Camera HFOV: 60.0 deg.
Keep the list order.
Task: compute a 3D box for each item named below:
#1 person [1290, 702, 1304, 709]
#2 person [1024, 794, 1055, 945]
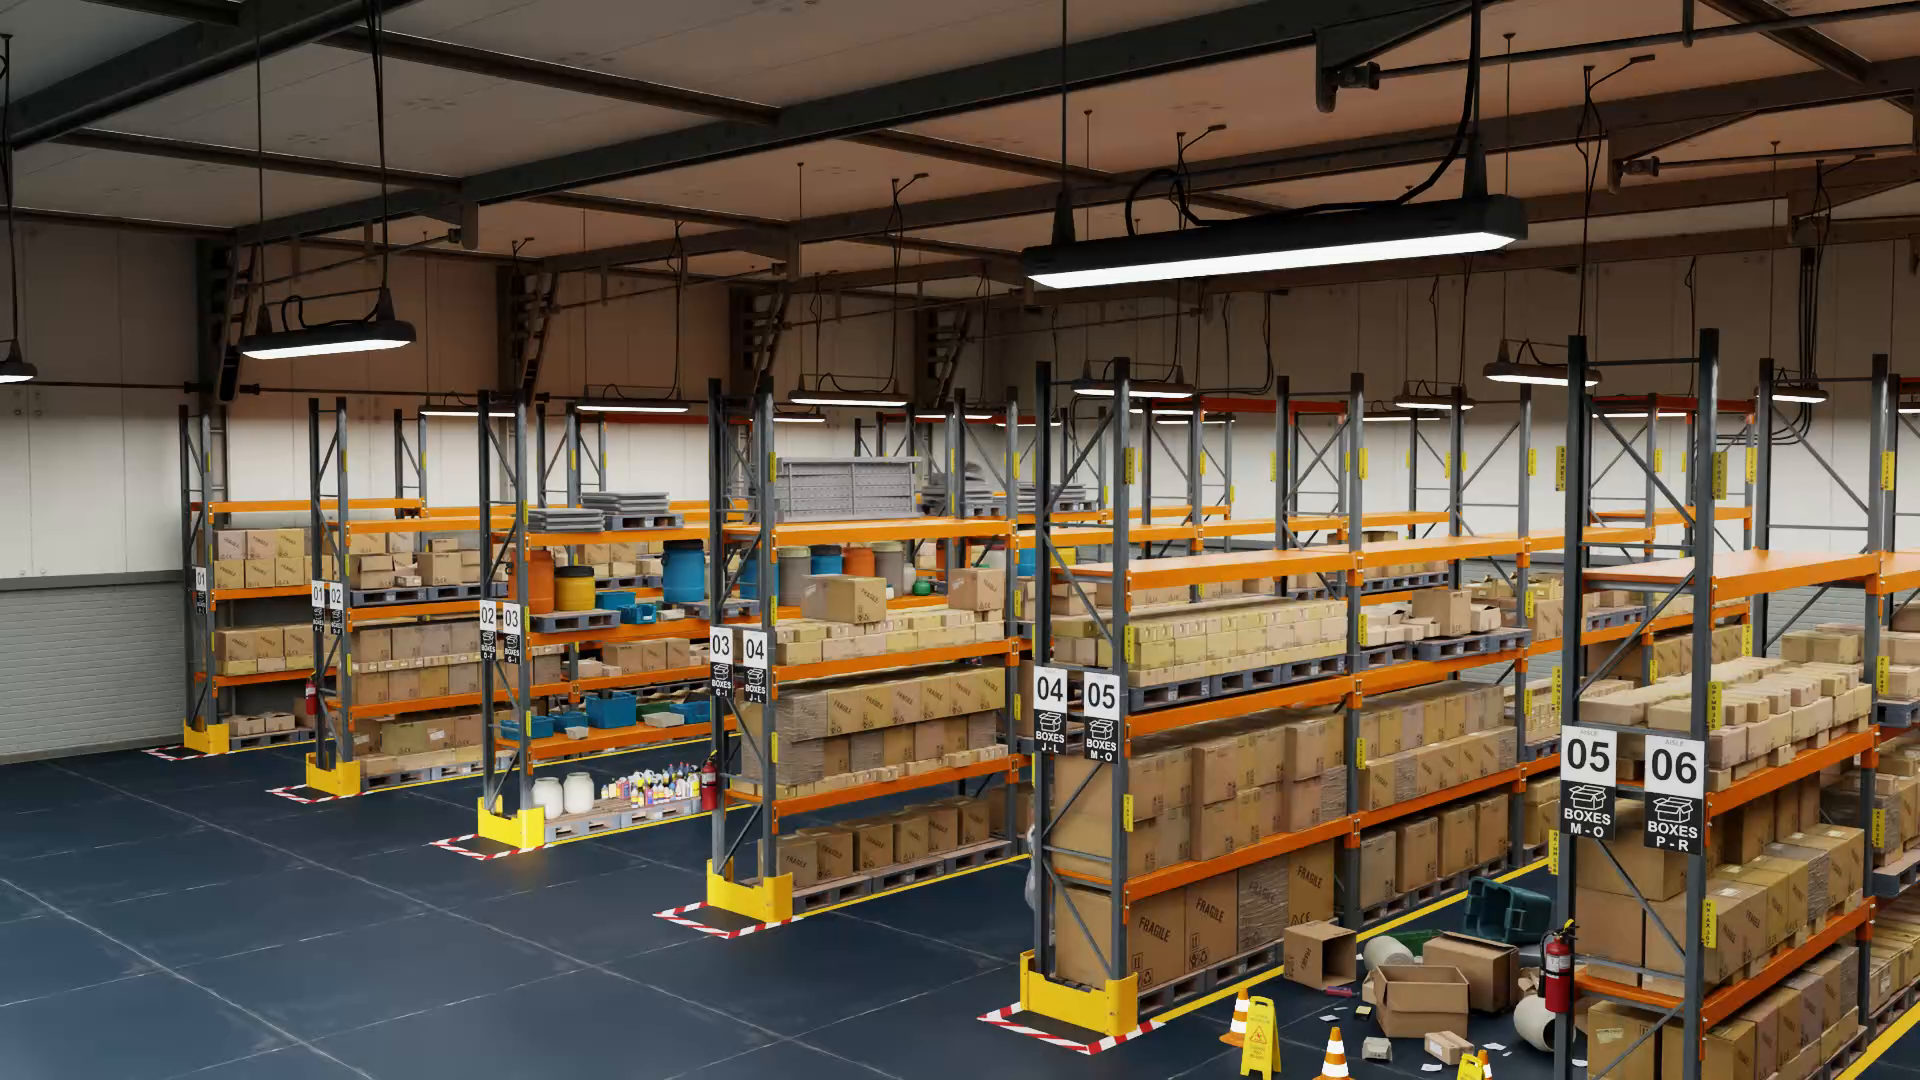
[{"bbox_3d":[5.196,3.088,24.205,1.119,1.618,0.706,-2,4,-36],"label":"person"},{"bbox_3d":[0.873,3.453,17.355,0.438,1.680,0.708,-1,3,-10],"label":"person"}]
